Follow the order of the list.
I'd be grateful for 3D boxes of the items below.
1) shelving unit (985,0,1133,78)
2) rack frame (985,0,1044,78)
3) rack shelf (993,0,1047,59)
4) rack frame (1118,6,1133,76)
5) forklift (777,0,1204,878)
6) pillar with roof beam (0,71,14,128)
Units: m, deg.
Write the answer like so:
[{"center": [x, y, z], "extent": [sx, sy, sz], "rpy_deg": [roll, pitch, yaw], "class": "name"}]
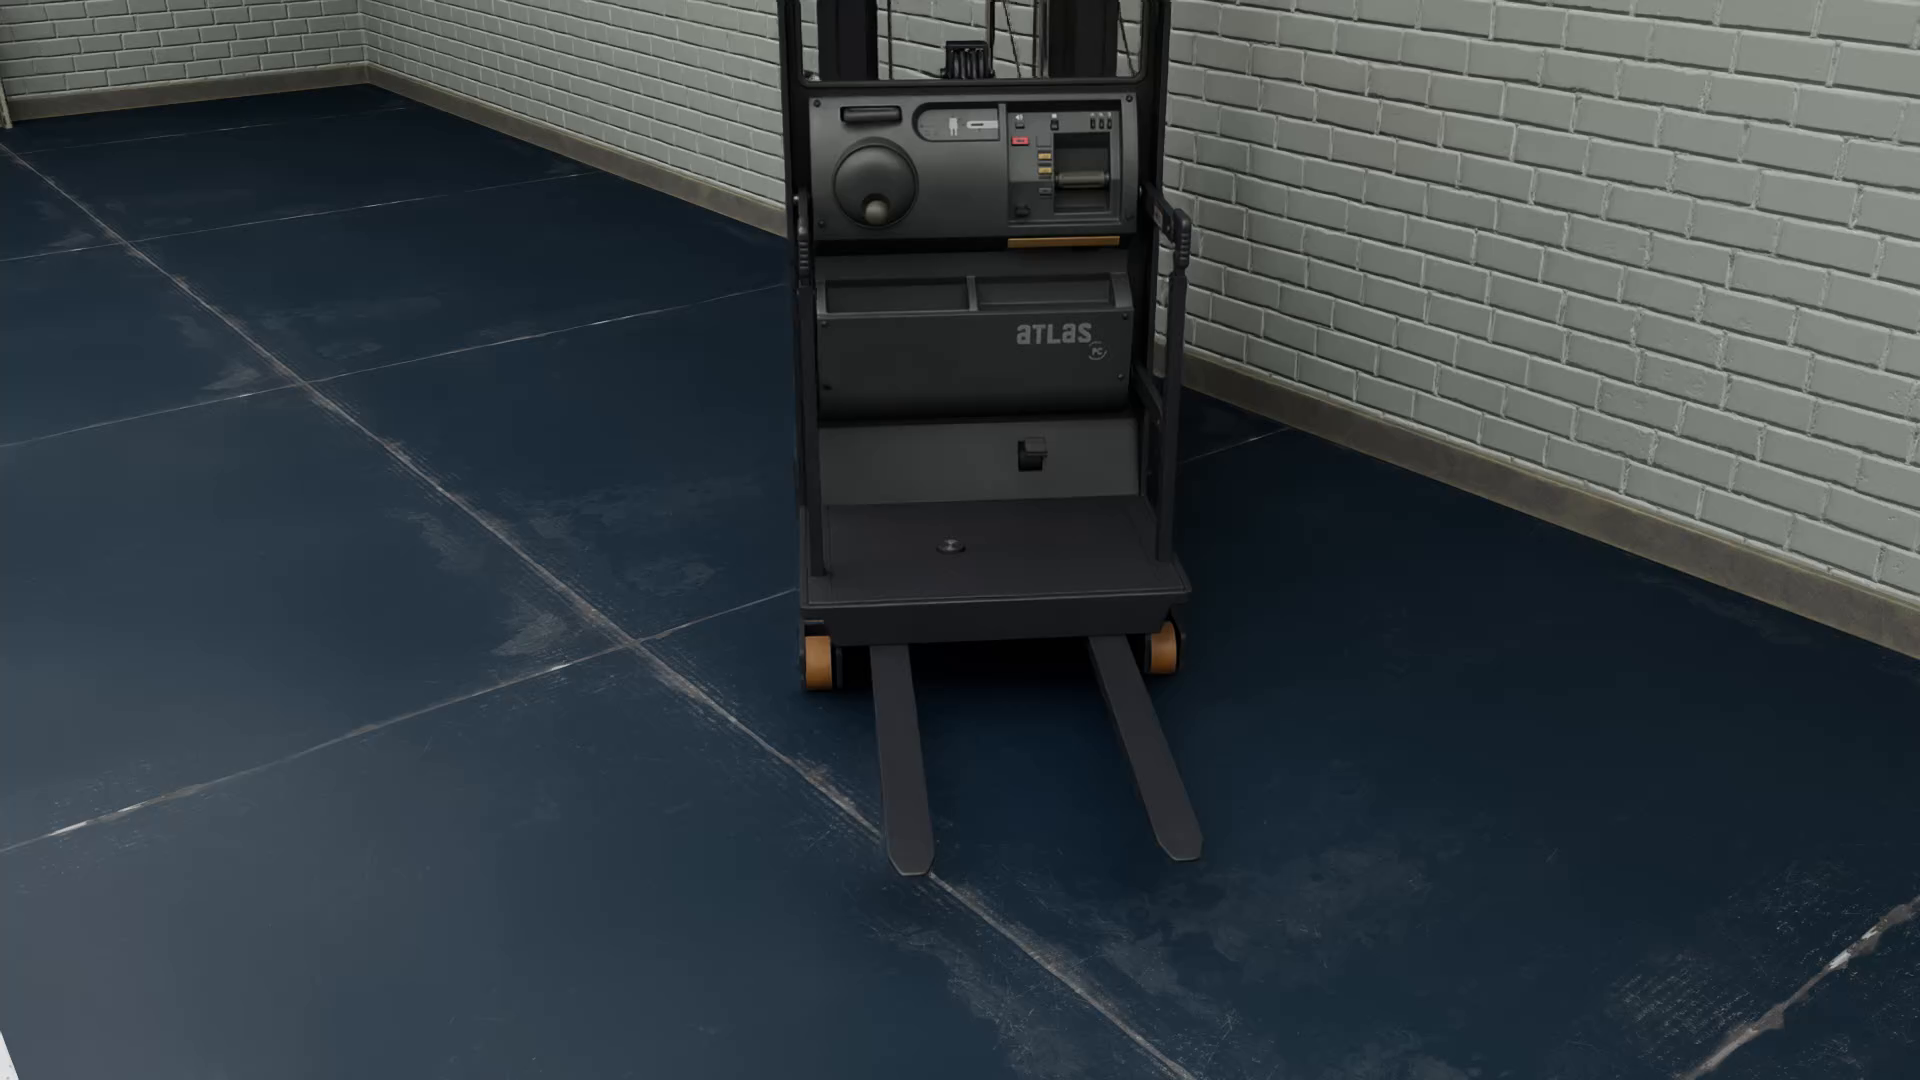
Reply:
[{"center": [0.411, -1.455, 6.389], "extent": [0.503, 2.100, 0.431], "rpy_deg": [-13, 28, -26], "class": "shelving unit"}, {"center": [0.197, -1.405, 6.283], "extent": [0.015, 2.100, 0.400], "rpy_deg": [-13, 28, -26], "class": "rack frame"}, {"center": [0.411, -2.077, 6.101], "extent": [0.480, 0.518, 0.431], "rpy_deg": [-13, 28, -26], "class": "rack shelf"}, {"center": [0.625, -1.504, 6.496], "extent": [0.015, 2.100, 0.400], "rpy_deg": [-13, 28, -26], "class": "rack frame"}, {"center": [0.064, -1.041, 4.510], "extent": [1.130, 2.935, 3.031], "rpy_deg": [-2, 25, -5], "class": "forklift"}, {"center": [-4.621, -5.717, 7.380], "extent": [0.400, 9.000, 9.100], "rpy_deg": [-18, 31, -34], "class": "pillar with roof beam"}]
